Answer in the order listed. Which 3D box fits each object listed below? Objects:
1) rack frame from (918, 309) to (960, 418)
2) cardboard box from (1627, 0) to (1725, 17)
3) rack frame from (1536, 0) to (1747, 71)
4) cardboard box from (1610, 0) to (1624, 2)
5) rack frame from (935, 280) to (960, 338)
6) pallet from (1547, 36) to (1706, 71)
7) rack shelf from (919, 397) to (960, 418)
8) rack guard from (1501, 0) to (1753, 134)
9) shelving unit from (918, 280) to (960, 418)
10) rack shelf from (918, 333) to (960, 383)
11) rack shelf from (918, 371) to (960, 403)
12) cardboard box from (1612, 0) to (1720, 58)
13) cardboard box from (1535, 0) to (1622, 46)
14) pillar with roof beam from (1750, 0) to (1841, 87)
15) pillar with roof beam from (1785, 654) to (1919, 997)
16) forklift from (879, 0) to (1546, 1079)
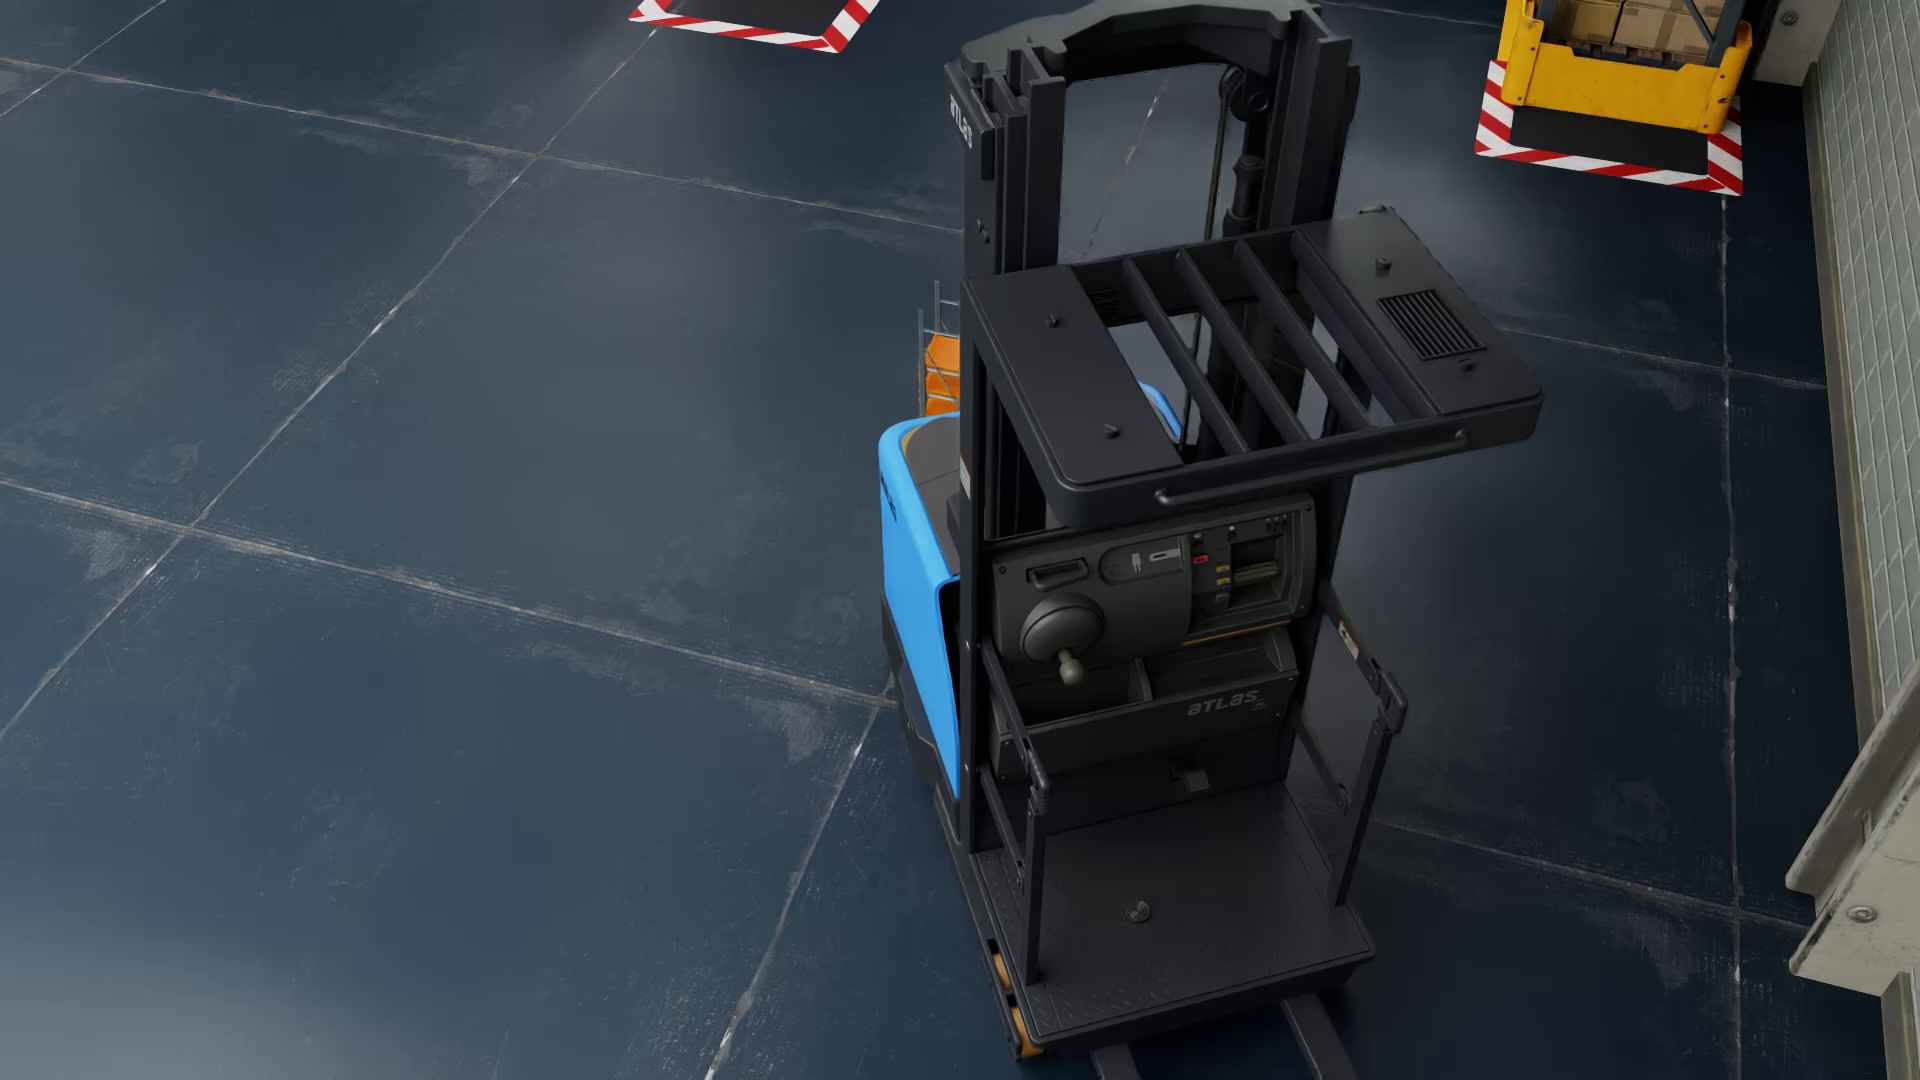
[{"bbox_3d":[-0.032,-0.358,6.258,0.240,1.200,0.006,13,46,12],"label":"rack frame"},{"bbox_3d":[3.955,-3.124,9.106,0.500,0.250,0.500,13,46,13],"label":"cardboard box"},{"bbox_3d":[3.614,-3.508,8.190,1.000,3.000,0.127,13,46,13],"label":"rack frame"},{"bbox_3d":[3.464,-3.245,9.230,0.500,0.250,0.500,12,46,12],"label":"cardboard box"},{"bbox_3d":[0.023,-0.480,6.383,0.240,1.200,0.006,13,46,12],"label":"rack frame"},{"bbox_3d":[3.806,-3.030,9.696,1.003,0.211,1.213,13,46,13],"label":"pallet"},{"bbox_3d":[-0.004,-0.473,6.268,0.258,0.103,0.180,13,46,12],"label":"rack shelf"},{"bbox_3d":[3.607,-2.599,9.048,1.175,0.500,0.348,13,46,13],"label":"rack guard"},{"bbox_3d":[-0.004,-0.419,6.320,0.258,1.200,0.189,13,46,12],"label":"shelving unit"},{"bbox_3d":[-0.004,-0.645,6.100,0.258,0.103,0.180,13,46,12],"label":"rack shelf"},{"bbox_3d":[-0.004,-0.559,6.184,0.258,0.103,0.180,13,46,12],"label":"rack shelf"},{"bbox_3d":[3.949,-2.961,9.297,0.500,0.250,0.500,13,46,13],"label":"cardboard box"},{"bbox_3d":[3.456,-3.056,9.394,0.500,0.250,0.500,13,46,13],"label":"cardboard box"},{"bbox_3d":[0.581,-6.837,7.303,9.100,9.000,0.400,13,46,13],"label":"pillar with roof beam"},{"bbox_3d":[-1.236,-2.838,3.216,9.100,9.000,0.400,13,46,13],"label":"pillar with roof beam"},{"bbox_3d":[0.604,0.229,4.420,1.130,2.935,3.031,-11,45,-11],"label":"forklift"}]
